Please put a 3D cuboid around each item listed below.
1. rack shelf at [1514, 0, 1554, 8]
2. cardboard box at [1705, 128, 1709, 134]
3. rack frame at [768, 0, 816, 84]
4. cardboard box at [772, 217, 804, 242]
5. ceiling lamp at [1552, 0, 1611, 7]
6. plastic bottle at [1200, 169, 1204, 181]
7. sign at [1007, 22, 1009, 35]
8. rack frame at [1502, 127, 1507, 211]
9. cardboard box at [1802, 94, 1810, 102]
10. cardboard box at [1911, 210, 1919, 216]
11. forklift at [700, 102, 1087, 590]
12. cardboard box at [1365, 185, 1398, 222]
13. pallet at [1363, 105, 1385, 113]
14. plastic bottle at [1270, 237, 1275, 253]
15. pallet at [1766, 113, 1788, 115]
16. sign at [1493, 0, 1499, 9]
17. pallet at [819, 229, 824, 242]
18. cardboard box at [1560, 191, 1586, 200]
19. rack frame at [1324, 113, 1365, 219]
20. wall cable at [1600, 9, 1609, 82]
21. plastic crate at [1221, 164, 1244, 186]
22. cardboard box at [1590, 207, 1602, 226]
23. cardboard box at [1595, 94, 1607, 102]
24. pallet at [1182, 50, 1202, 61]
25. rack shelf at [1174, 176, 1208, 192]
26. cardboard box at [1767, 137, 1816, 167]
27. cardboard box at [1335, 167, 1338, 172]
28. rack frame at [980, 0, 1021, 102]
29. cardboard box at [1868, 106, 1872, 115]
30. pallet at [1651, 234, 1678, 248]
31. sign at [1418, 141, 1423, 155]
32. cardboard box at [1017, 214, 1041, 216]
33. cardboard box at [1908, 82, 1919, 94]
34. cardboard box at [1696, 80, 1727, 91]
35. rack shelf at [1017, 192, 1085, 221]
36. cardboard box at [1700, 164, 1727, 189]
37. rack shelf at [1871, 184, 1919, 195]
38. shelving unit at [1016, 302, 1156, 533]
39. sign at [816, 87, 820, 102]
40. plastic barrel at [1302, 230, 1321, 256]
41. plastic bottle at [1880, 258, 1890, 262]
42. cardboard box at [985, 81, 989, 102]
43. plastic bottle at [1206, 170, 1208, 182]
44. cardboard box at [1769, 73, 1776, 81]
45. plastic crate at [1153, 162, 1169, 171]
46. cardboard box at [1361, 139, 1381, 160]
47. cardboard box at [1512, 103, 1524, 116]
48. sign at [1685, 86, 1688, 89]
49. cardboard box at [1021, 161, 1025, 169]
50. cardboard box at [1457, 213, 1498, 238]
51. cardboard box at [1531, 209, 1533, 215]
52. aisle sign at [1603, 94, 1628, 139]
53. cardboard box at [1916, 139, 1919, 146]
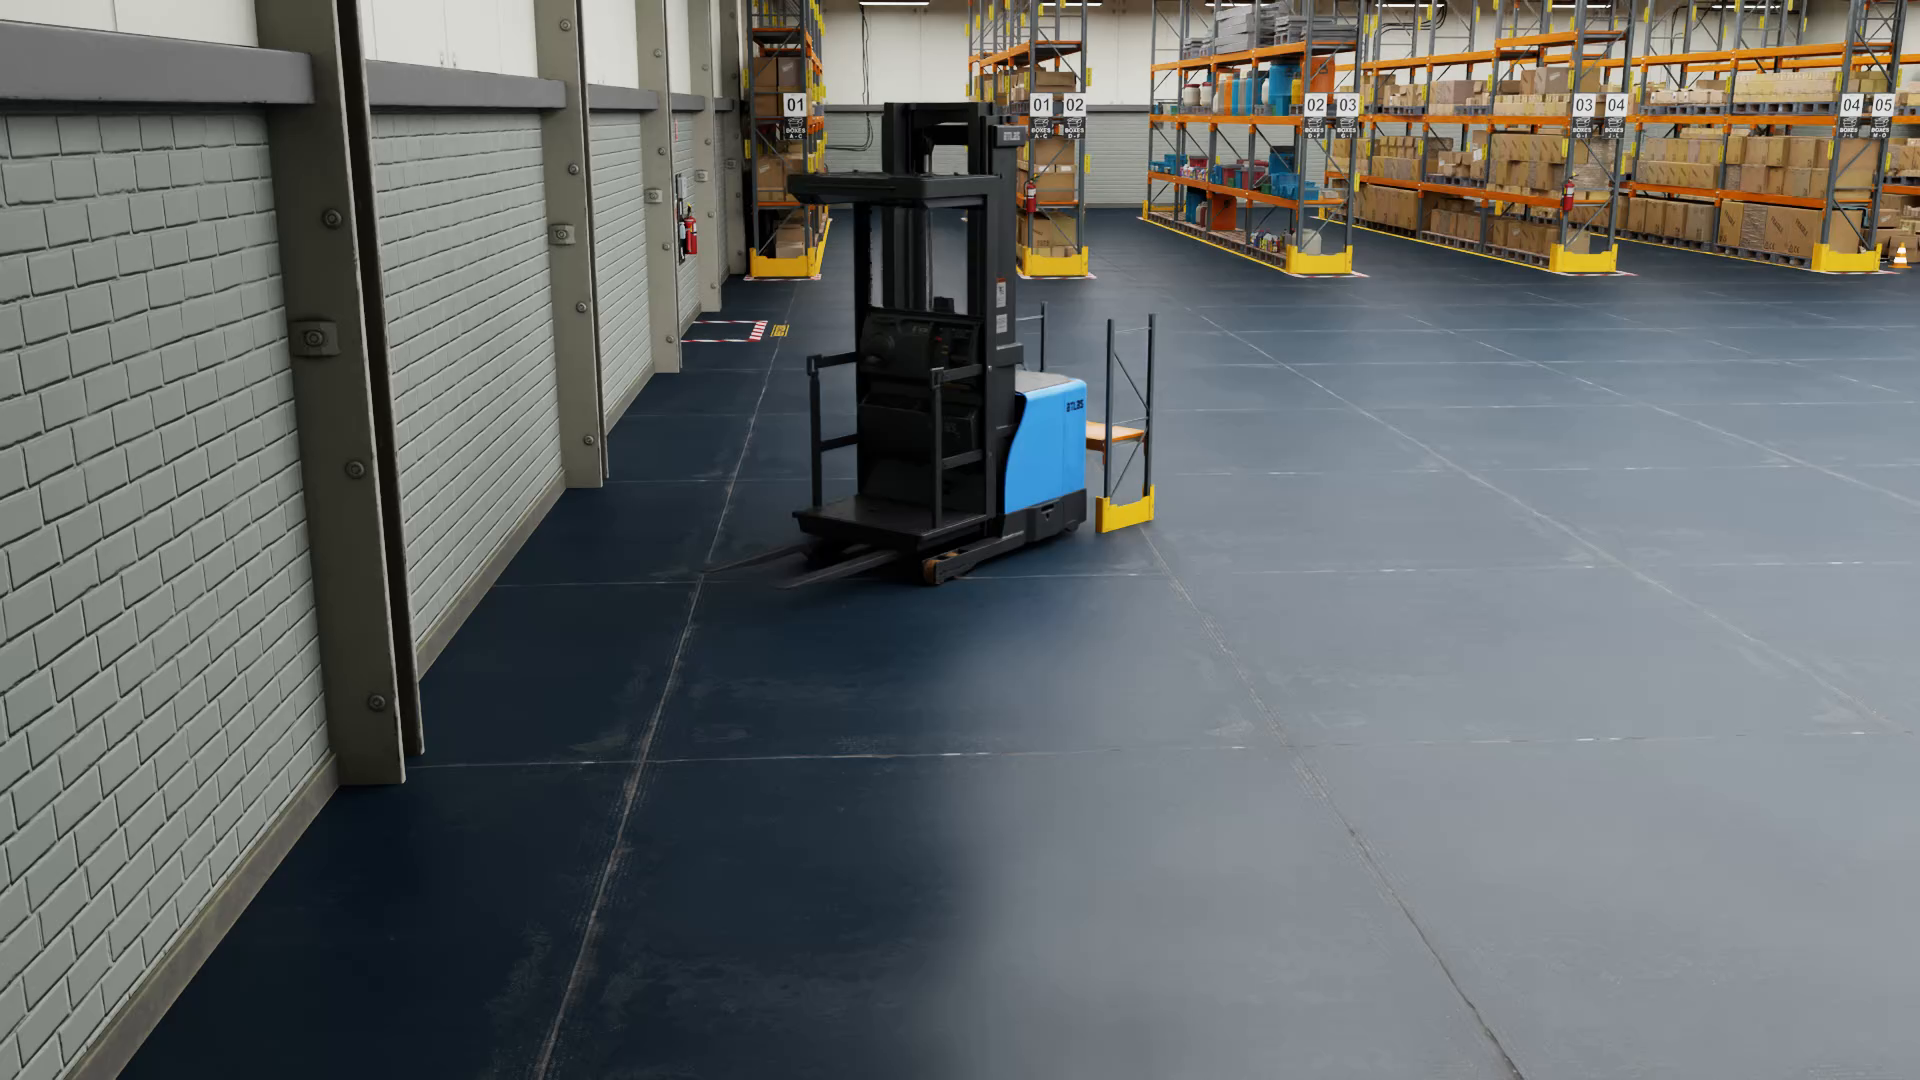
[{"bbox_3d":[15.712,-14.161,43.278,1.077,0.370,4.000,-1,14,-3],"label":"rack shelf"},{"bbox_3d":[20.334,-11.024,44.845,0.380,0.149,0.250,-1,14,-3],"label":"cardboard box"},{"bbox_3d":[-3.704,-11.127,36.711,1.000,3.000,0.127,-1,14,-3],"label":"rack frame"},{"bbox_3d":[-3.601,-6.539,35.056,0.700,0.500,0.500,-1,14,-5],"label":"cardboard box"},{"bbox_3d":[17.936,-16.955,47.652,2.000,3.185,0.800,-1,14,-3],"label":"ceiling lamp"},{"bbox_3d":[5.705,-8.589,39.147,0.097,0.271,0.097,0,14,0],"label":"plastic bottle"},{"bbox_3d":[1.299,-13.726,44.622,0.100,0.325,0.005,-1,14,-3],"label":"sign"},{"bbox_3d":[15.588,-10.492,46.283,1.000,3.000,0.127,-1,14,-3],"label":"rack frame"},{"bbox_3d":[16.174,-8.362,31.448,0.380,0.149,0.250,-1,14,-3],"label":"cardboard box"},{"bbox_3d":[25.397,-8.633,43.937,0.380,0.149,0.250,-1,14,-5],"label":"cardboard box"},{"bbox_3d":[-0.386,-1.274,10.595,1.130,2.935,3.031,10,18,35],"label":"forklift"},{"bbox_3d":[10.939,-8.461,41.812,1.225,0.875,0.875,-1,14,-3],"label":"cardboard box"},{"bbox_3d":[10.839,-11.059,42.646,1.003,0.211,1.213,-1,14,-3],"label":"pallet"},{"bbox_3d":[6.103,-5.761,32.465,0.061,0.283,0.133,-1,14,-2],"label":"plastic bottle"},{"bbox_3d":[20.876,-10.731,41.578,0.805,0.209,1.217,-1,15,-6],"label":"pallet"},{"bbox_3d":[10.821,-10.880,33.561,0.100,0.325,0.005,-1,14,-3],"label":"sign"},{"bbox_3d":[-3.678,-7.068,38.573,1.003,0.211,1.213,-1,14,-3],"label":"pallet"},{"bbox_3d":[11.399,-6.407,30.912,0.380,0.149,0.250,-1,14,-3],"label":"cardboard box"},{"bbox_3d":[10.632,-10.440,46.083,1.000,3.000,0.127,-1,14,-3],"label":"rack frame"},{"bbox_3d":[19.889,-14.909,51.412,0.463,3.000,0.029,-1,14,-3],"label":"wall cable"},{"bbox_3d":[5.978,-7.998,36.465,0.402,0.464,0.583,-1,14,-3],"label":"plastic crate"},{"bbox_3d":[15.705,-7.915,40.442,0.500,0.500,0.500,-2,15,-6],"label":"cardboard box"},{"bbox_3d":[11.837,-8.106,30.493,0.380,0.149,0.250,-1,14,-4],"label":"cardboard box"},{"bbox_3d":[6.018,-11.784,40.447,1.003,0.211,1.213,-1,14,-3],"label":"pallet"},{"bbox_3d":[6.060,-8.523,40.076,1.077,0.370,4.000,-1,14,-3],"label":"rack shelf"},{"bbox_3d":[16.407,-7.607,32.605,0.875,0.550,0.500,-1,14,-3],"label":"cardboard box"},{"bbox_3d":[10.375,-10.033,45.004,0.380,0.149,0.250,-1,14,-4],"label":"cardboard box"},{"bbox_3d":[0.992,-12.199,40.879,1.000,3.000,0.127,-1,14,-3],"label":"rack frame"},{"bbox_3d":[21.067,-9.869,37.642,0.700,0.500,0.500,-1,14,-3],"label":"cardboard box"},{"bbox_3d":[16.130,-6.652,36.955,1.003,0.211,1.213,-1,14,-3],"label":"pallet"},{"bbox_3d":[10.573,-9.002,38.170,0.100,0.325,0.005,-1,14,-3],"label":"sign"},{"bbox_3d":[1.299,-6.045,32.173,0.500,0.500,0.500,-1,14,-3],"label":"cardboard box"},{"bbox_3d":[21.018,-9.830,36.147,0.500,0.250,0.500,-1,14,-3],"label":"cardboard box"},{"bbox_3d":[16.471,-9.827,36.436,0.500,0.500,0.500,-1,14,-3],"label":"cardboard box"},{"bbox_3d":[1.611,-6.458,32.050,1.077,0.370,4.000,-1,14,-3],"label":"rack shelf"},{"bbox_3d":[16.033,-7.681,35.160,0.500,0.500,0.500,-1,14,-4],"label":"cardboard box"},{"bbox_3d":[21.142,-7.758,37.101,1.077,0.370,4.000,-1,14,-3],"label":"rack shelf"},{"bbox_3d":[0.828,-0.922,12.099,1.083,1.500,0.587,14,20,43],"label":"shelving unit"},{"bbox_3d":[-3.163,-9.932,37.051,0.100,0.325,0.005,-1,14,-3],"label":"sign"},{"bbox_3d":[6.562,-5.545,31.210,0.421,0.512,0.421,0,14,0],"label":"plastic barrel"},{"bbox_3d":[18.324,-5.574,33.068,0.133,0.061,0.283,-6,16,-23],"label":"plastic bottle"},{"bbox_3d":[0.949,-10.920,40.684,0.600,0.600,0.600,-2,15,-9],"label":"cardboard box"},{"bbox_3d":[5.733,-8.412,38.433,0.061,0.283,0.133,-1,14,-3],"label":"plastic bottle"},{"bbox_3d":[16.095,-9.064,32.575,0.380,0.149,0.250,-1,14,-4],"label":"cardboard box"},{"bbox_3d":[5.416,-10.081,44.905,0.416,0.233,0.300,-1,14,-3],"label":"plastic crate"},{"bbox_3d":[10.584,-9.990,42.533,0.500,0.500,0.500,0,14,-2],"label":"cardboard box"},{"bbox_3d":[11.205,-8.465,32.687,0.500,0.250,0.500,-1,15,-6],"label":"cardboard box"},{"bbox_3d":[16.638,-10.250,38.128,0.100,0.325,0.005,-1,14,-3],"label":"sign"},{"bbox_3d":[1.395,-7.276,32.283,0.380,0.149,0.250,-1,14,-5],"label":"cardboard box"},{"bbox_3d":[11.313,-6.869,36.338,0.700,0.500,0.500,-2,15,-8],"label":"cardboard box"},{"bbox_3d":[15.458,-8.735,44.335,0.380,0.149,0.250,-1,14,-2],"label":"cardboard box"},{"bbox_3d":[11.926,-7.709,30.252,0.394,0.787,0.004,-1,14,-3],"label":"aisle sign"},{"bbox_3d":[20.956,-8.601,35.994,0.380,0.149,0.250,-1,14,-5],"label":"cardboard box"}]
